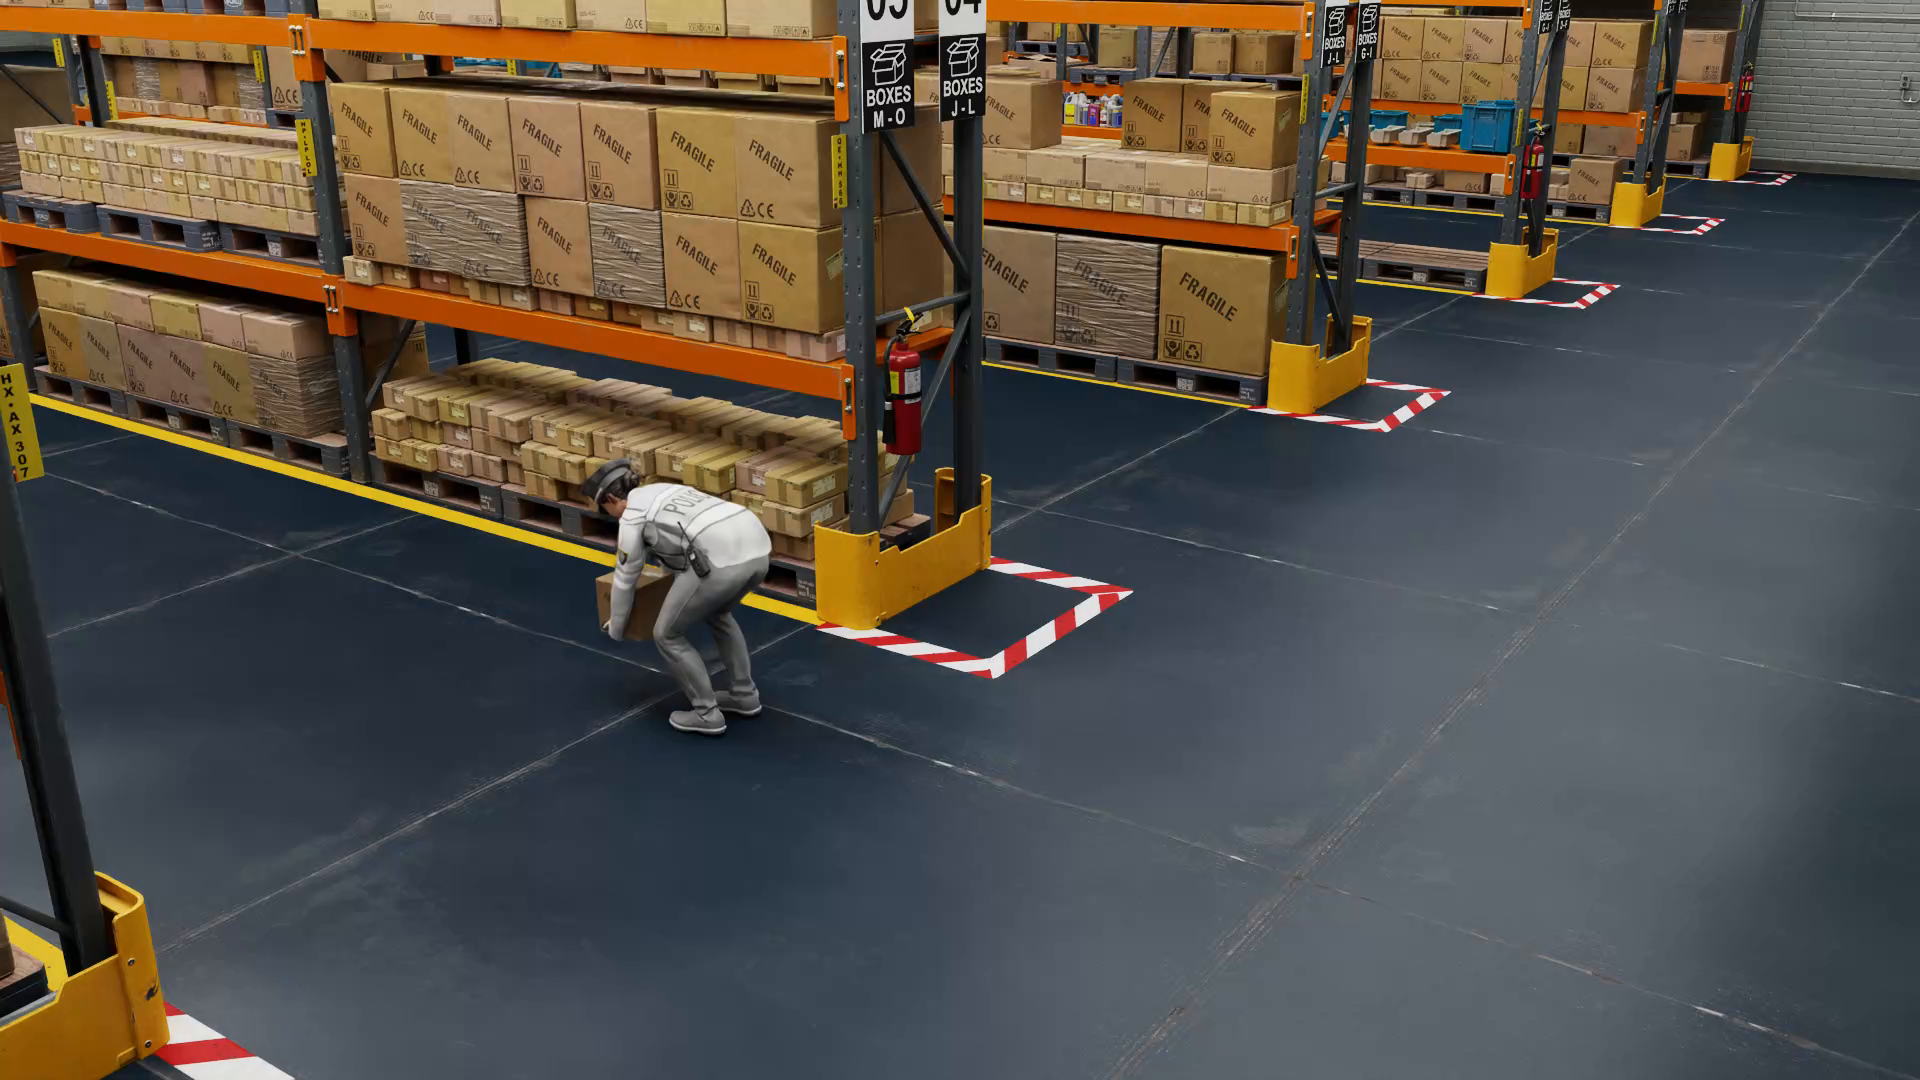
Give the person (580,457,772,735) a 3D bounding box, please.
[{"bbox_3d":[-1.233,0.227,7.239,0.917,1.127,0.445,12,23,29],"label":"person"}]
